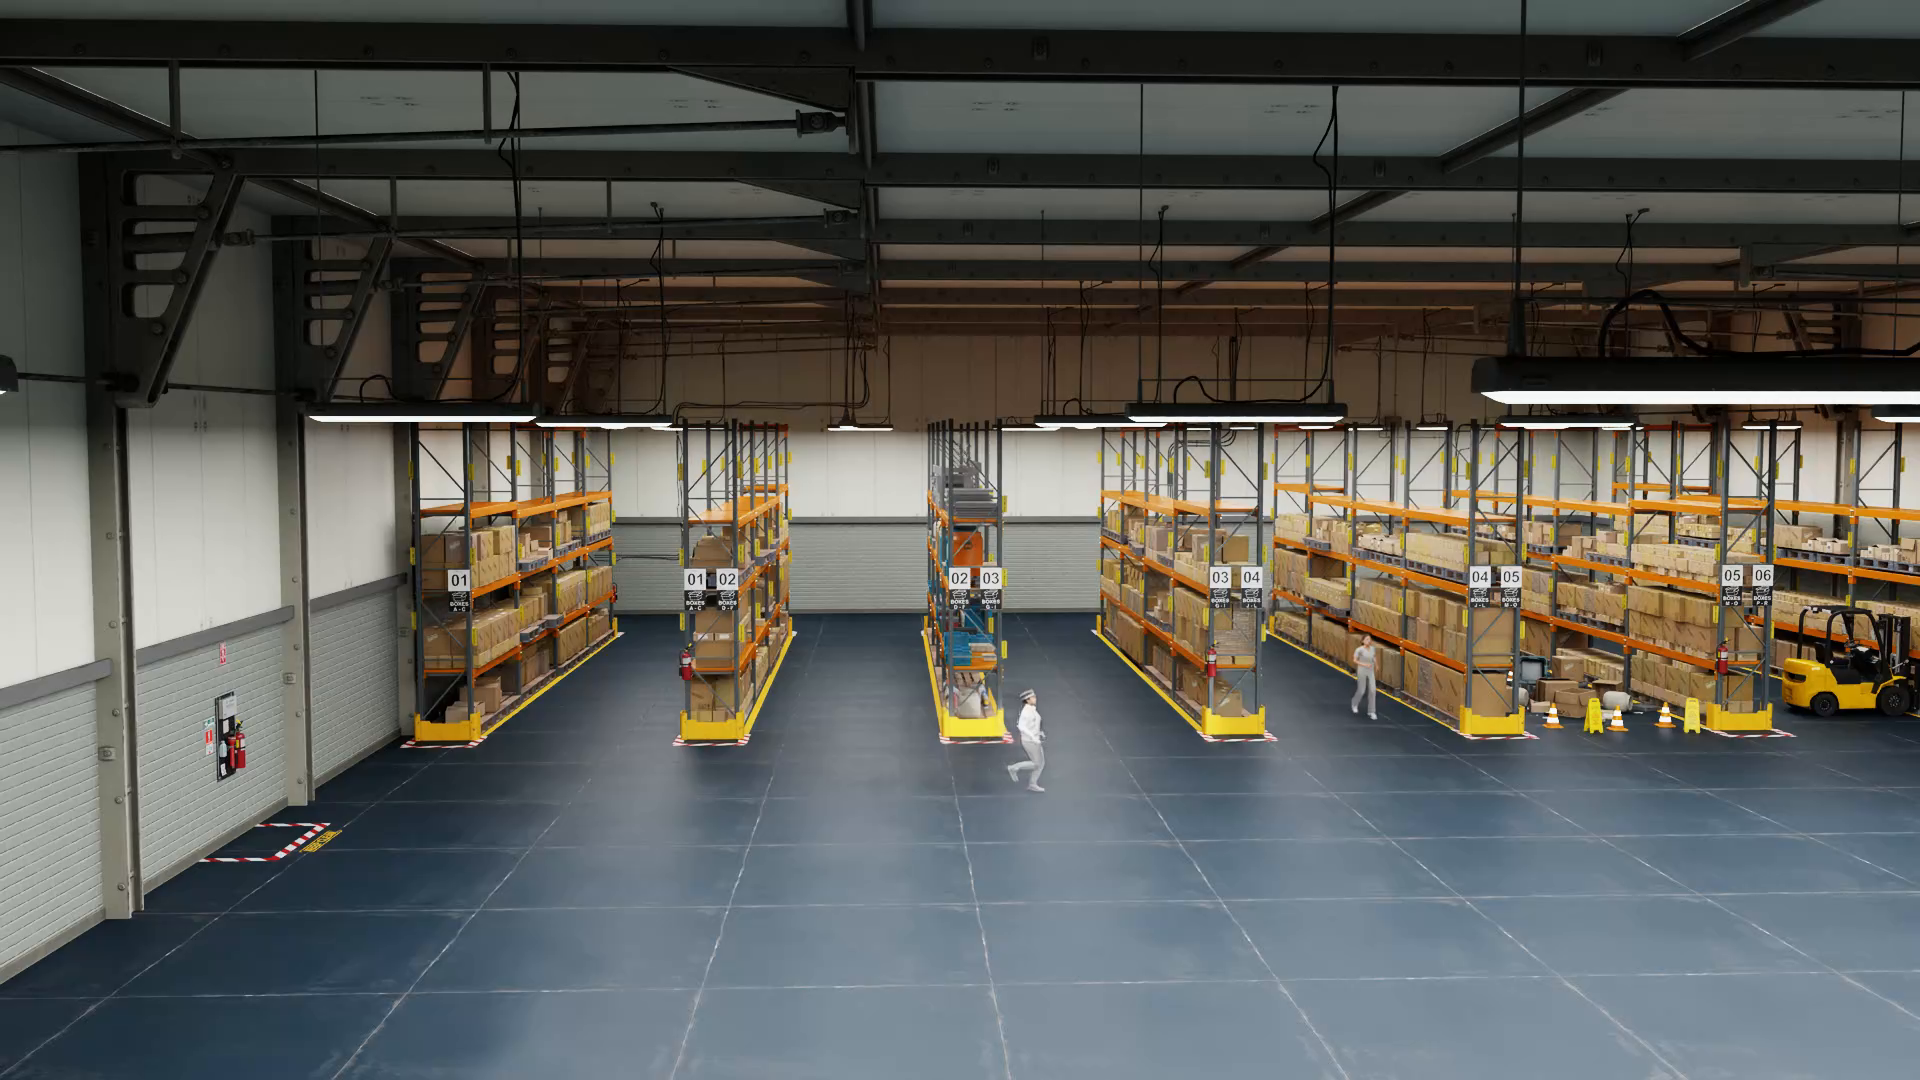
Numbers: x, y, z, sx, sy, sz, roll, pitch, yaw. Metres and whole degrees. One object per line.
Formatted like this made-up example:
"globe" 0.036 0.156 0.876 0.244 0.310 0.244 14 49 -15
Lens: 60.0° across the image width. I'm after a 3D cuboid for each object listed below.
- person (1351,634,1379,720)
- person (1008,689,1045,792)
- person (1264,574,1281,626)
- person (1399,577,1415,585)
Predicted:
"person" 8.199 2.730 33.624 0.582 1.697 0.853 -1 4 -15
"person" 1.077 3.200 26.620 0.597 1.655 0.617 1 4 13
"person" 9.281 1.768 48.940 0.837 1.670 0.610 0 4 -4
"person" 13.173 1.678 49.272 0.971 1.797 0.661 0 4 -7
